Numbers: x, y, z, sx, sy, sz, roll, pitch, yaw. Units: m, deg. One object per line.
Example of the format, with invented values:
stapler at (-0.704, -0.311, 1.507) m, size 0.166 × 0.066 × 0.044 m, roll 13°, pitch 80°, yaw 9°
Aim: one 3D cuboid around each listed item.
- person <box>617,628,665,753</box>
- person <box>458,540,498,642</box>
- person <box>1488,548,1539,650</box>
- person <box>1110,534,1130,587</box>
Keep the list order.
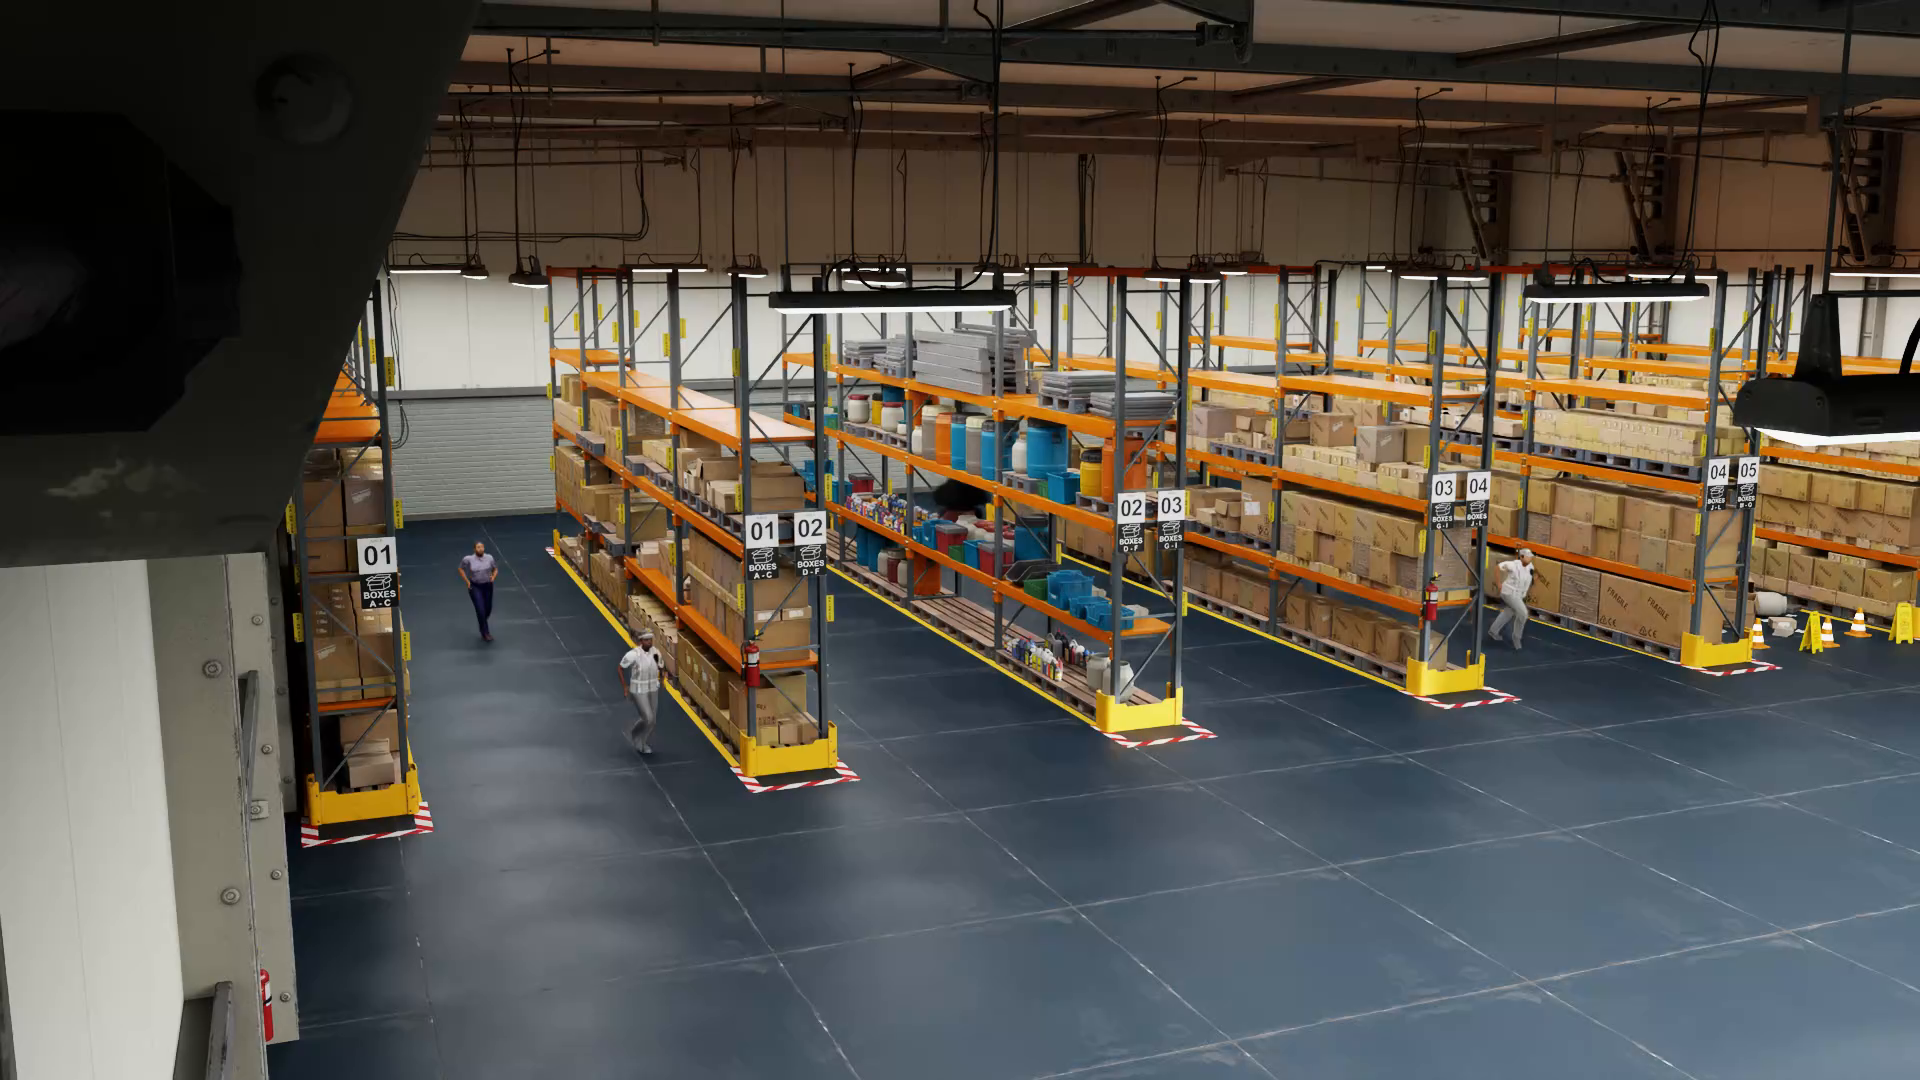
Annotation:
person at (-3.954, 1.906, 20.935) m, size 0.546 × 1.647 × 0.652 m, roll -8°, pitch 13°, yaw -40°
person at (-7.890, 0.807, 27.322) m, size 0.614 × 1.643 × 0.810 m, roll -6°, pitch 12°, yaw -32°
person at (8.894, 0.917, 26.747) m, size 0.597 × 1.653 × 0.880 m, roll -7°, pitch 12°, yaw -34°
person at (2.967, 0.066, 29.943) m, size 0.560 × 1.657 × 0.573 m, roll -4°, pitch 11°, yaw -20°
